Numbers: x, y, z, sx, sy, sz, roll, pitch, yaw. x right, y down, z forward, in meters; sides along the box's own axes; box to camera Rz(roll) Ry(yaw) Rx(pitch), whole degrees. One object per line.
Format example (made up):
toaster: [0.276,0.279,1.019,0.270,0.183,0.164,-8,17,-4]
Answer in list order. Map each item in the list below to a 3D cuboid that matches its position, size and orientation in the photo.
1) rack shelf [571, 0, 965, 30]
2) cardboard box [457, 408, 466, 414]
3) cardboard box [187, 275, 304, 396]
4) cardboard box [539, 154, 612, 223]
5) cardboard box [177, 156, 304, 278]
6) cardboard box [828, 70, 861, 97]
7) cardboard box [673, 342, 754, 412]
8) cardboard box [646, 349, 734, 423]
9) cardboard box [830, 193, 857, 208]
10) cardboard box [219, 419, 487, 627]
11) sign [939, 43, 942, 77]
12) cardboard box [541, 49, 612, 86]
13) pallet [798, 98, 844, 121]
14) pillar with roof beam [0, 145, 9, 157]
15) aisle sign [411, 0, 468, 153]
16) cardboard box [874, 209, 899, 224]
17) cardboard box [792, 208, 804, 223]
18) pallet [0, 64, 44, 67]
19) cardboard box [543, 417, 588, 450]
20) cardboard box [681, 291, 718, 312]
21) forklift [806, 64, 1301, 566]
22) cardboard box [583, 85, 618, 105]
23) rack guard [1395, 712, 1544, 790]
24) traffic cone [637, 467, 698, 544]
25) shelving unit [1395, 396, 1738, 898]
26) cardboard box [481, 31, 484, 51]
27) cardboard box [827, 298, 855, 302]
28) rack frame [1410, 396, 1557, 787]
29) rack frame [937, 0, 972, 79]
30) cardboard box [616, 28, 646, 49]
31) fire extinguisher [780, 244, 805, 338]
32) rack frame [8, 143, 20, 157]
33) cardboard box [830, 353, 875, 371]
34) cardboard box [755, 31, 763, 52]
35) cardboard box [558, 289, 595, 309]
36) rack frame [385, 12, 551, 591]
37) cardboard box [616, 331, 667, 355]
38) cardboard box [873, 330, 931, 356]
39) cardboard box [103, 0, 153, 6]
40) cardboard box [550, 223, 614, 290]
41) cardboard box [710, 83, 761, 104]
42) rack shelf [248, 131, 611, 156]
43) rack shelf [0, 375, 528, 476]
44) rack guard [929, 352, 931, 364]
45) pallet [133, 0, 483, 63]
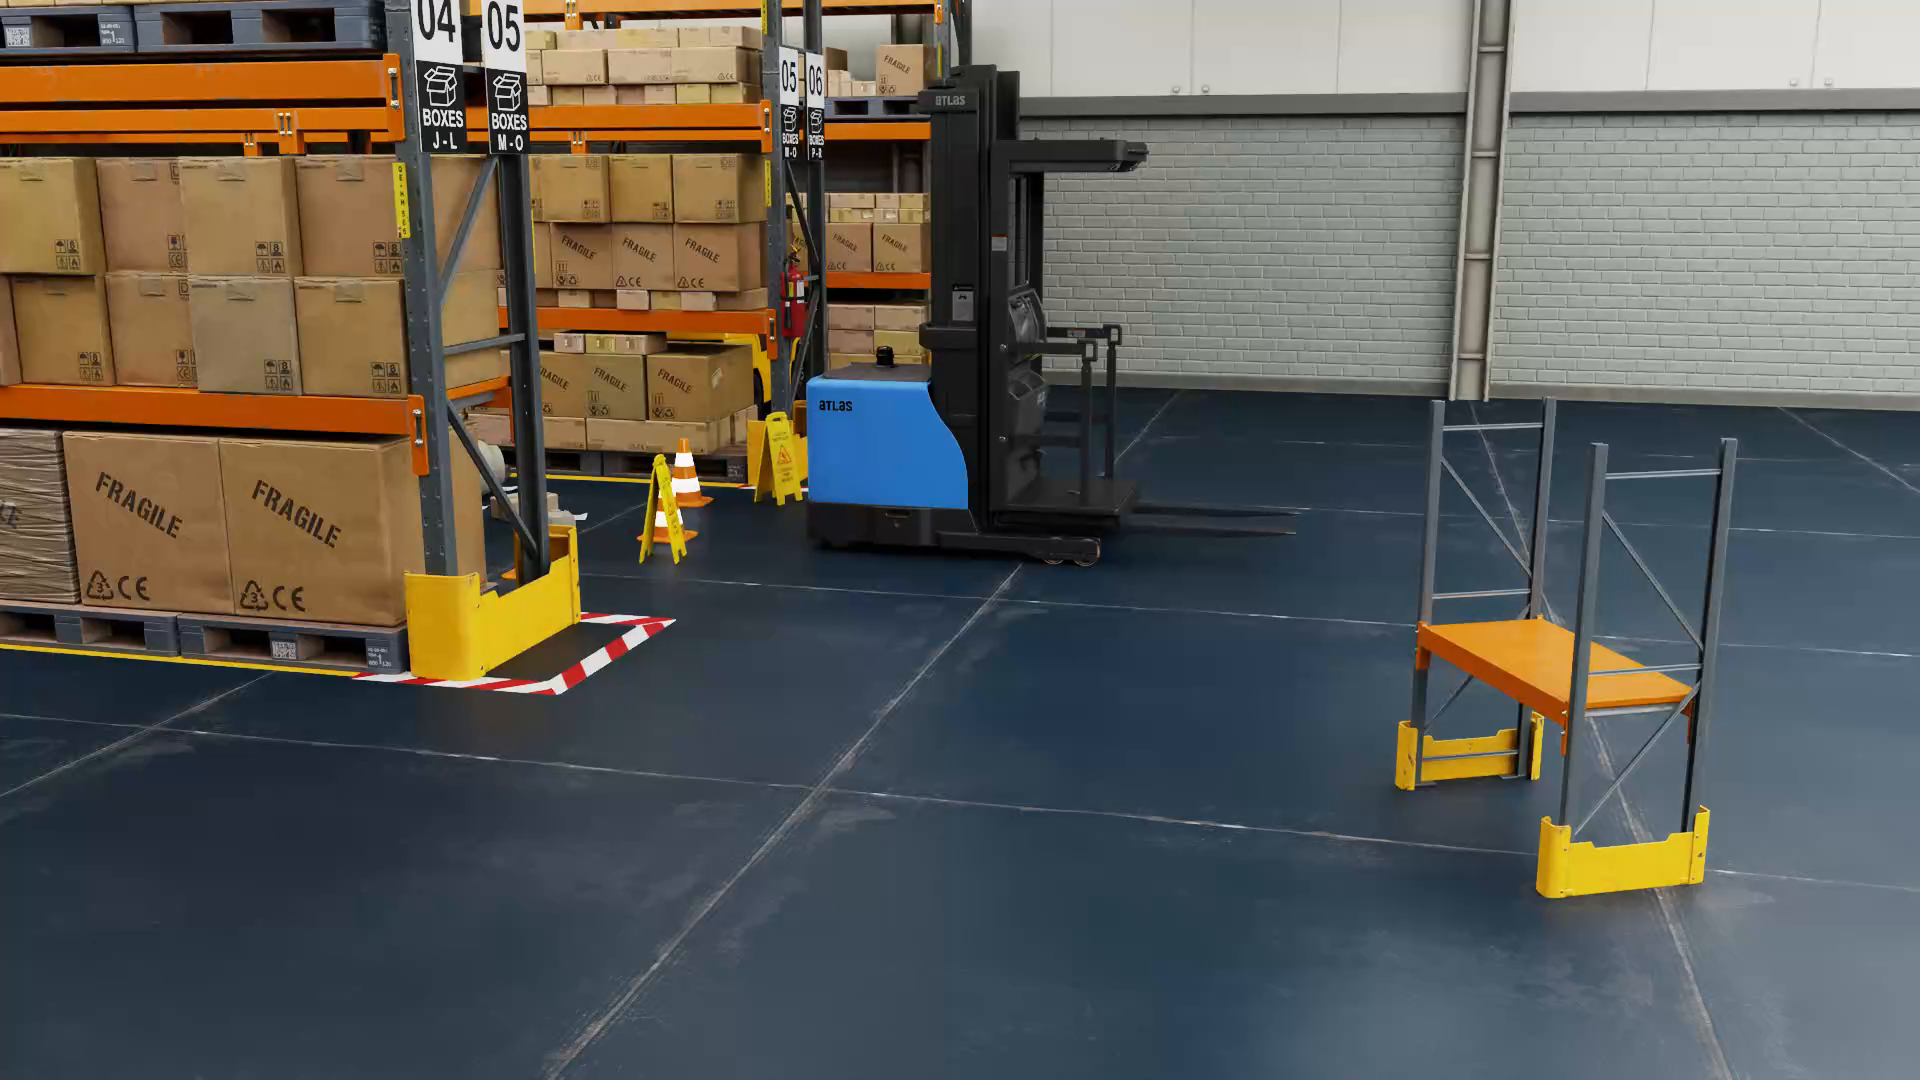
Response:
rack shelf: [-1.995,-5.511,17.383,4.000,0.370,1.077,3,13,14]
cardboard box: [-4.091,-1.305,13.337,0.500,0.500,0.500,4,13,16]
cardboard box: [-3.237,-1.042,8.159,0.550,0.550,0.875,3,13,14]
cardboard box: [-2.796,-2.677,12.647,0.500,0.500,0.700,3,13,13]
cardboard box: [-3.234,-1.572,8.054,0.550,0.550,0.875,3,13,14]
cardboard box: [-1.177,-4.670,17.043,0.258,0.266,0.396,3,13,14]
cardboard box: [-1.979,-1.311,13.365,0.500,0.500,0.500,3,13,12]
cardboard box: [-2.079,-1.197,12.850,0.500,0.500,0.500,3,13,14]
cardboard box: [-1.183,-3.553,17.407,0.250,0.149,0.380,3,13,14]
cardboard box: [-3.001,-0.124,8.304,0.875,0.875,0.875,3,13,14]
sign: [-0.197,-4.770,16.521,0.005,0.325,0.100,3,13,14]
cardboard box: [-2.793,-3.540,12.497,0.500,0.250,0.500,3,13,15]
pallet: [-1.921,-4.551,17.602,1.213,0.211,1.003,3,13,14]
pillar with roof beam: [-13.195,-5.897,16.538,0.400,9.000,9.100,3,13,14]
aisle sign: [-2.330,-2.137,7.440,0.004,0.787,0.394,3,13,14]
cardboard box: [-0.712,-3.357,17.210,0.250,0.149,0.380,3,13,14]
cardboard box: [-1.708,-3.411,17.455,0.250,0.149,0.380,3,13,14]
pallet: [-5.418,-2.519,8.442,1.213,0.211,1.003,3,13,14]
cardboard box: [-3.098,-0.884,13.171,0.500,0.250,0.500,3,13,12]
cardboard box: [-1.926,-1.823,12.604,0.250,0.149,0.380,3,13,13]
forklift: [0.606,-1.399,10.272,3.031,2.935,1.130,3,13,13]
cardboard box: [-2.635,-3.340,12.516,0.250,0.149,0.380,3,13,13]
rack guard: [1.981,0.819,6.465,0.587,0.250,0.087,-3,13,-12]
traffic cone: [-1.901,-0.243,10.759,0.334,0.463,0.336,3,13,14]
shelving unit: [2.090,0.314,5.855,0.587,1.500,1.083,-3,13,-12]
cardboard box: [-3.617,-3.779,12.654,0.250,0.149,0.380,3,13,13]
cardboard box: [-1.443,-2.494,18.120,0.500,0.250,0.500,3,13,13]
rack frame: [1.981,0.209,6.331,0.500,1.500,0.032,-3,13,-12]
rack frame: [-0.053,-5.954,16.794,0.127,3.000,1.000,3,13,14]
cardboard box: [-2.365,-3.723,12.401,0.250,0.149,0.380,3,13,14]
fire extinguisher: [-1.238,-1.841,12.283,0.183,0.674,0.296,3,13,14]
rack frame: [-11.704,-3.648,20.251,0.127,3.000,1.000,3,13,14]
cardboard box: [-1.065,-1.874,17.632,0.500,0.250,0.500,3,13,14]
cardboard box: [-1.535,-3.774,12.631,0.250,0.149,0.380,3,13,13]
cardboard box: [-2.912,-1.885,12.883,0.250,0.149,0.380,3,13,13]
rack frame: [-2.327,-0.935,8.023,0.127,3.000,1.000,3,13,14]
cardboard box: [-2.451,-1.518,12.802,0.250,0.149,0.380,3,13,15]
cardboard box: [-0.600,-2.091,17.460,0.500,0.250,0.500,3,13,13]
cardboard box: [-3.719,-2.529,7.664,0.250,0.149,0.380,3,13,13]
cardboard box: [-2.802,-2.199,12.803,0.500,0.500,0.500,3,13,13]
cardboard box: [-1.652,-3.283,12.259,0.250,0.149,0.380,3,13,14]
rack shelf: [-5.878,-4.450,18.600,4.000,0.370,1.077,3,13,14]
rack shelf: [-4.268,-0.688,8.569,4.000,0.370,1.077,3,13,14]
rack guard: [-0.030,-1.804,17.709,0.348,0.500,1.175,3,13,14]
pallet: [-3.049,-2.392,7.871,1.213,0.211,1.003,3,13,14]
